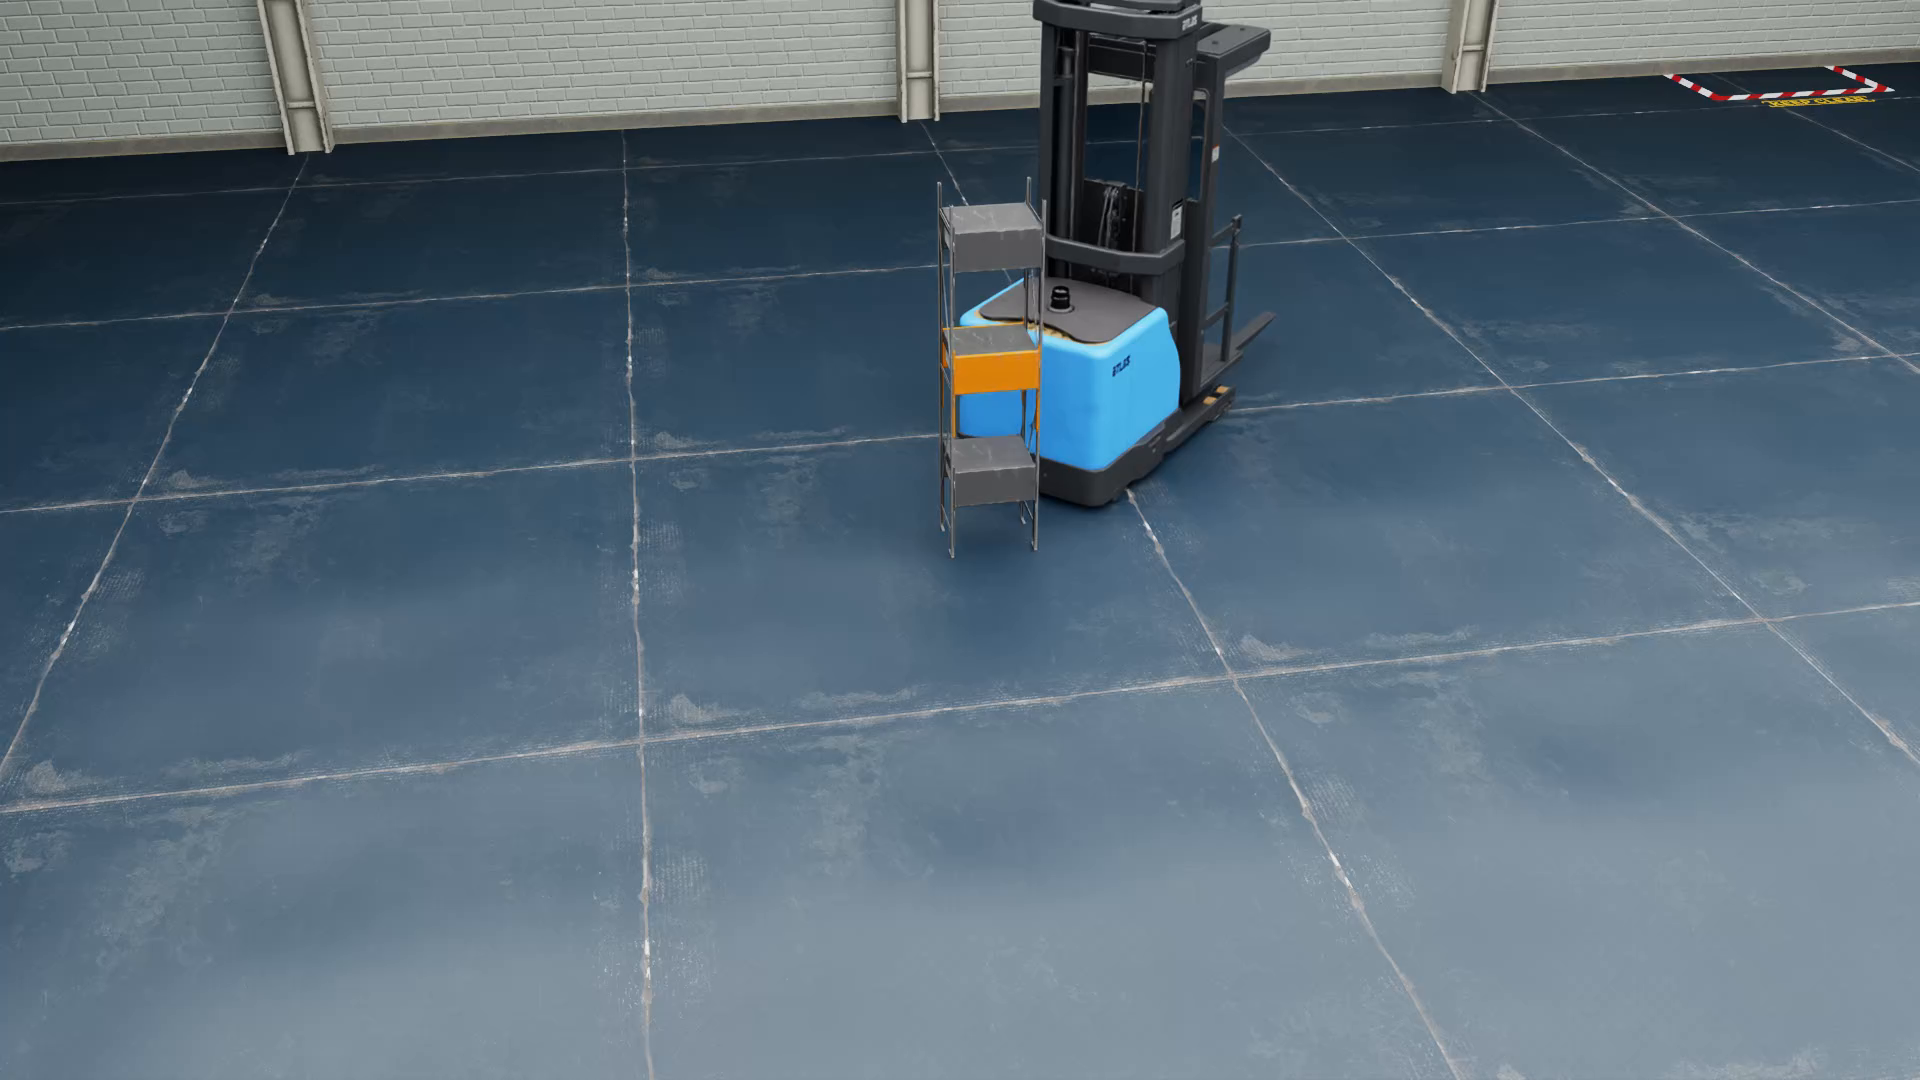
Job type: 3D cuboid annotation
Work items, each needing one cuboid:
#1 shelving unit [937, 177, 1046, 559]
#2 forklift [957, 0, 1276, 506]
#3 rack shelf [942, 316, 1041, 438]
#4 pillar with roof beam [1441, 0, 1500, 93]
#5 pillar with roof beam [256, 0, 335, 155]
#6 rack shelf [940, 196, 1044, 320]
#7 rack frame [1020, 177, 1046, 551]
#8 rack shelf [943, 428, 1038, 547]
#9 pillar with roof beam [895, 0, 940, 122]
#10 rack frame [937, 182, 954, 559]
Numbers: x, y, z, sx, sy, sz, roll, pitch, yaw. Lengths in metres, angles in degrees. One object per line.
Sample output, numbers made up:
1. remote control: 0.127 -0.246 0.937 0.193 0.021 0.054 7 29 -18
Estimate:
1. shelving unit: 0.163 -0.920 9.243 0.503 2.100 0.431 -5 31 -9
2. forklift: 1.203 -2.170 10.549 1.130 2.935 3.031 18 35 28
3. rack shelf: 0.163 -0.908 9.250 0.480 0.518 0.431 -5 31 -9
4. pillar with roof beam: 6.247 -6.649 12.180 0.400 9.000 9.100 -5 31 -9
5. pillar with roof beam: -5.557 -5.553 10.316 0.400 9.000 9.100 -5 31 -9
6. rack shelf: 0.163 -1.512 8.896 0.480 0.518 0.431 -5 31 -9
7. rack frame: 0.403 -0.943 9.281 0.015 2.100 0.400 -5 31 -9
8. rack shelf: 0.163 -0.305 9.605 0.480 0.518 0.431 -5 31 -9
9. pillar with roof beam: 0.345 -6.101 11.248 0.400 9.000 9.100 -5 31 -9
10. rack frame: -0.077 -0.898 9.206 0.015 2.100 0.400 -5 31 -9
